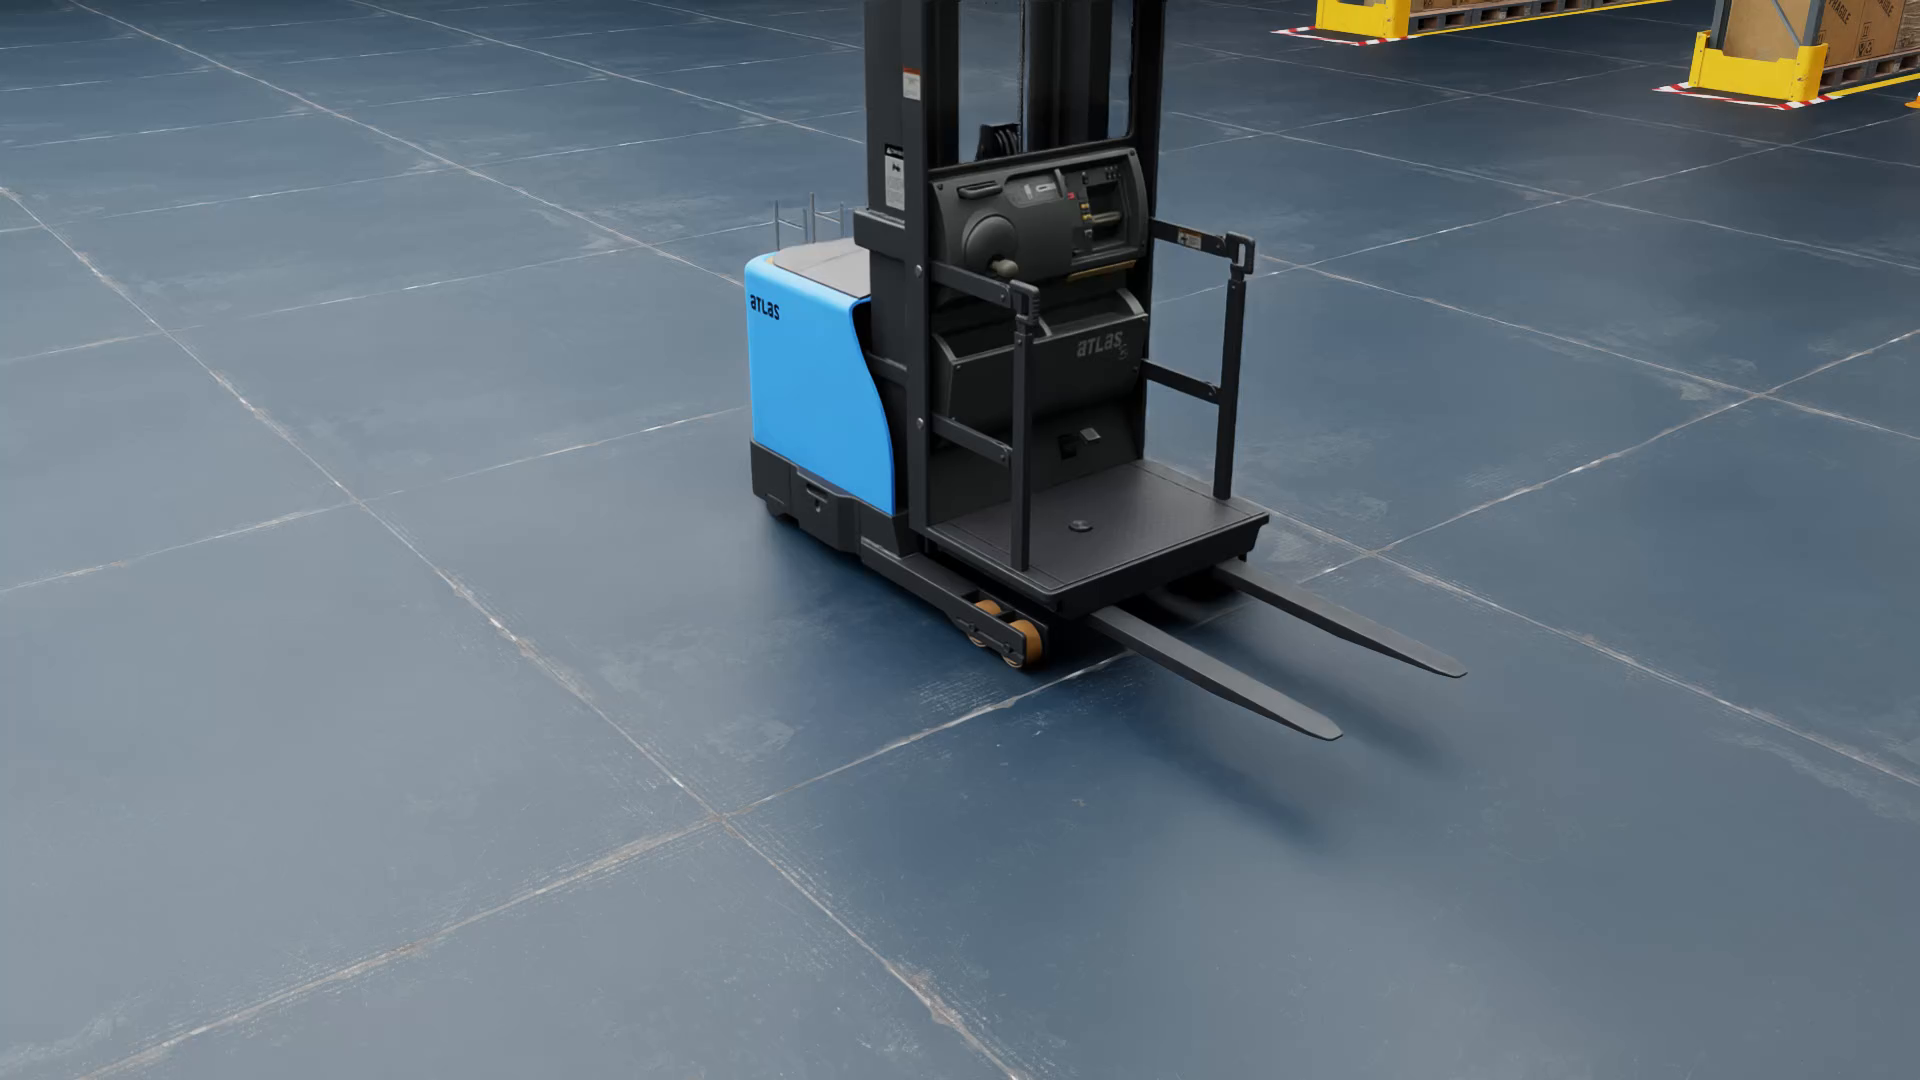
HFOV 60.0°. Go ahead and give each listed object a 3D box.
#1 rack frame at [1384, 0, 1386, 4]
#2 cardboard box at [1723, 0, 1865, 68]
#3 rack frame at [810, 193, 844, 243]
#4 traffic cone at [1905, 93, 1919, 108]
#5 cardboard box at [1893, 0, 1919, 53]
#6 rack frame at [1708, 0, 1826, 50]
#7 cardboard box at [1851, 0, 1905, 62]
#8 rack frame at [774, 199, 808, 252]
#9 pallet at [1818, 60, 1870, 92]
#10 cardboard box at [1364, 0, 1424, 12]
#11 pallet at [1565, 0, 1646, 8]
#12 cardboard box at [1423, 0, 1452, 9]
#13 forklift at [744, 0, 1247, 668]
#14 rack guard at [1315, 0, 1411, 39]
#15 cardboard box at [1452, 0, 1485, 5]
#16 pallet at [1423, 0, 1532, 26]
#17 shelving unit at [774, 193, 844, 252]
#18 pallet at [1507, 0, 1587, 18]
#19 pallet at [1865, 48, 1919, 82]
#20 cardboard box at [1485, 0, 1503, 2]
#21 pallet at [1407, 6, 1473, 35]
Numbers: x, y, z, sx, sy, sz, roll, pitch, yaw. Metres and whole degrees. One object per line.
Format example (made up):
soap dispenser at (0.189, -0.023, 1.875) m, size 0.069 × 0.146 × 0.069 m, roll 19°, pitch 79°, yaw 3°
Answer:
rack frame at (4.700, -7.378, 19.085) m, size 0.127 × 3.000 × 1.000 m, roll -18°, pitch 31°, yaw -34°
cardboard box at (8.174, -5.134, 16.274) m, size 0.875 × 0.875 × 0.875 m, roll -18°, pitch 30°, yaw -34°
rack frame at (-0.562, -0.898, 7.259) m, size 0.006 × 1.200 × 0.240 m, roll -18°, pitch 30°, yaw -34°
traffic cone at (8.975, -4.226, 15.306) m, size 0.334 × 0.463 × 0.336 m, roll -18°, pitch 31°, yaw -34°
cardboard box at (9.583, -5.599, 17.277) m, size 0.875 × 0.875 × 0.875 m, roll -18°, pitch 30°, yaw -34°
rack frame at (7.681, -5.709, 15.488) m, size 0.127 × 3.000 × 1.000 m, roll -18°, pitch 31°, yaw -34°
cardboard box at (8.865, -5.363, 16.768) m, size 0.875 × 0.875 × 0.875 m, roll -19°, pitch 31°, yaw -35°
rack frame at (-0.706, -0.850, 7.157) m, size 0.006 × 1.200 × 0.240 m, roll -18°, pitch 30°, yaw -34°
pallet at (8.262, -4.678, 16.579) m, size 1.213 × 0.211 × 1.003 m, roll -18°, pitch 31°, yaw -34°
cardboard box at (5.201, -6.592, 19.861) m, size 0.500 × 0.500 × 0.500 m, roll -12°, pitch 28°, yaw -25°
pallet at (8.459, -7.355, 22.348) m, size 1.213 × 0.211 × 1.003 m, roll -18°, pitch 31°, yaw -34°
cardboard box at (5.651, -6.758, 20.220) m, size 0.500 × 0.500 × 0.500 m, roll -10°, pitch 27°, yaw -21°
forklift at (0.428, -1.120, 5.682) m, size 1.130 × 2.935 × 3.031 m, roll -18°, pitch 31°, yaw -34°
rack guard at (4.759, -6.264, 19.654) m, size 0.348 × 0.500 × 1.175 m, roll -18°, pitch 31°, yaw -34°
cardboard box at (6.155, -6.915, 20.556) m, size 0.500 × 0.500 × 0.500 m, roll -15°, pitch 29°, yaw -29°
pallet at (6.380, -6.648, 20.823) m, size 1.213 × 0.211 × 1.003 m, roll -18°, pitch 31°, yaw -34°
shelving unit at (-0.634, -0.874, 7.208) m, size 0.189 × 1.200 × 0.258 m, roll -18°, pitch 30°, yaw -34°
pallet at (7.341, -6.966, 21.510) m, size 1.213 × 0.211 × 1.003 m, roll -18°, pitch 31°, yaw -34°
pallet at (9.221, -4.993, 17.258) m, size 1.213 × 0.211 × 1.003 m, roll -18°, pitch 31°, yaw -34°
cardboard box at (6.622, -7.045, 20.837) m, size 0.500 × 0.500 × 0.500 m, roll -22°, pitch 33°, yaw -38°
pallet at (5.421, -6.333, 20.144) m, size 1.213 × 0.211 × 1.003 m, roll -18°, pitch 31°, yaw -34°
